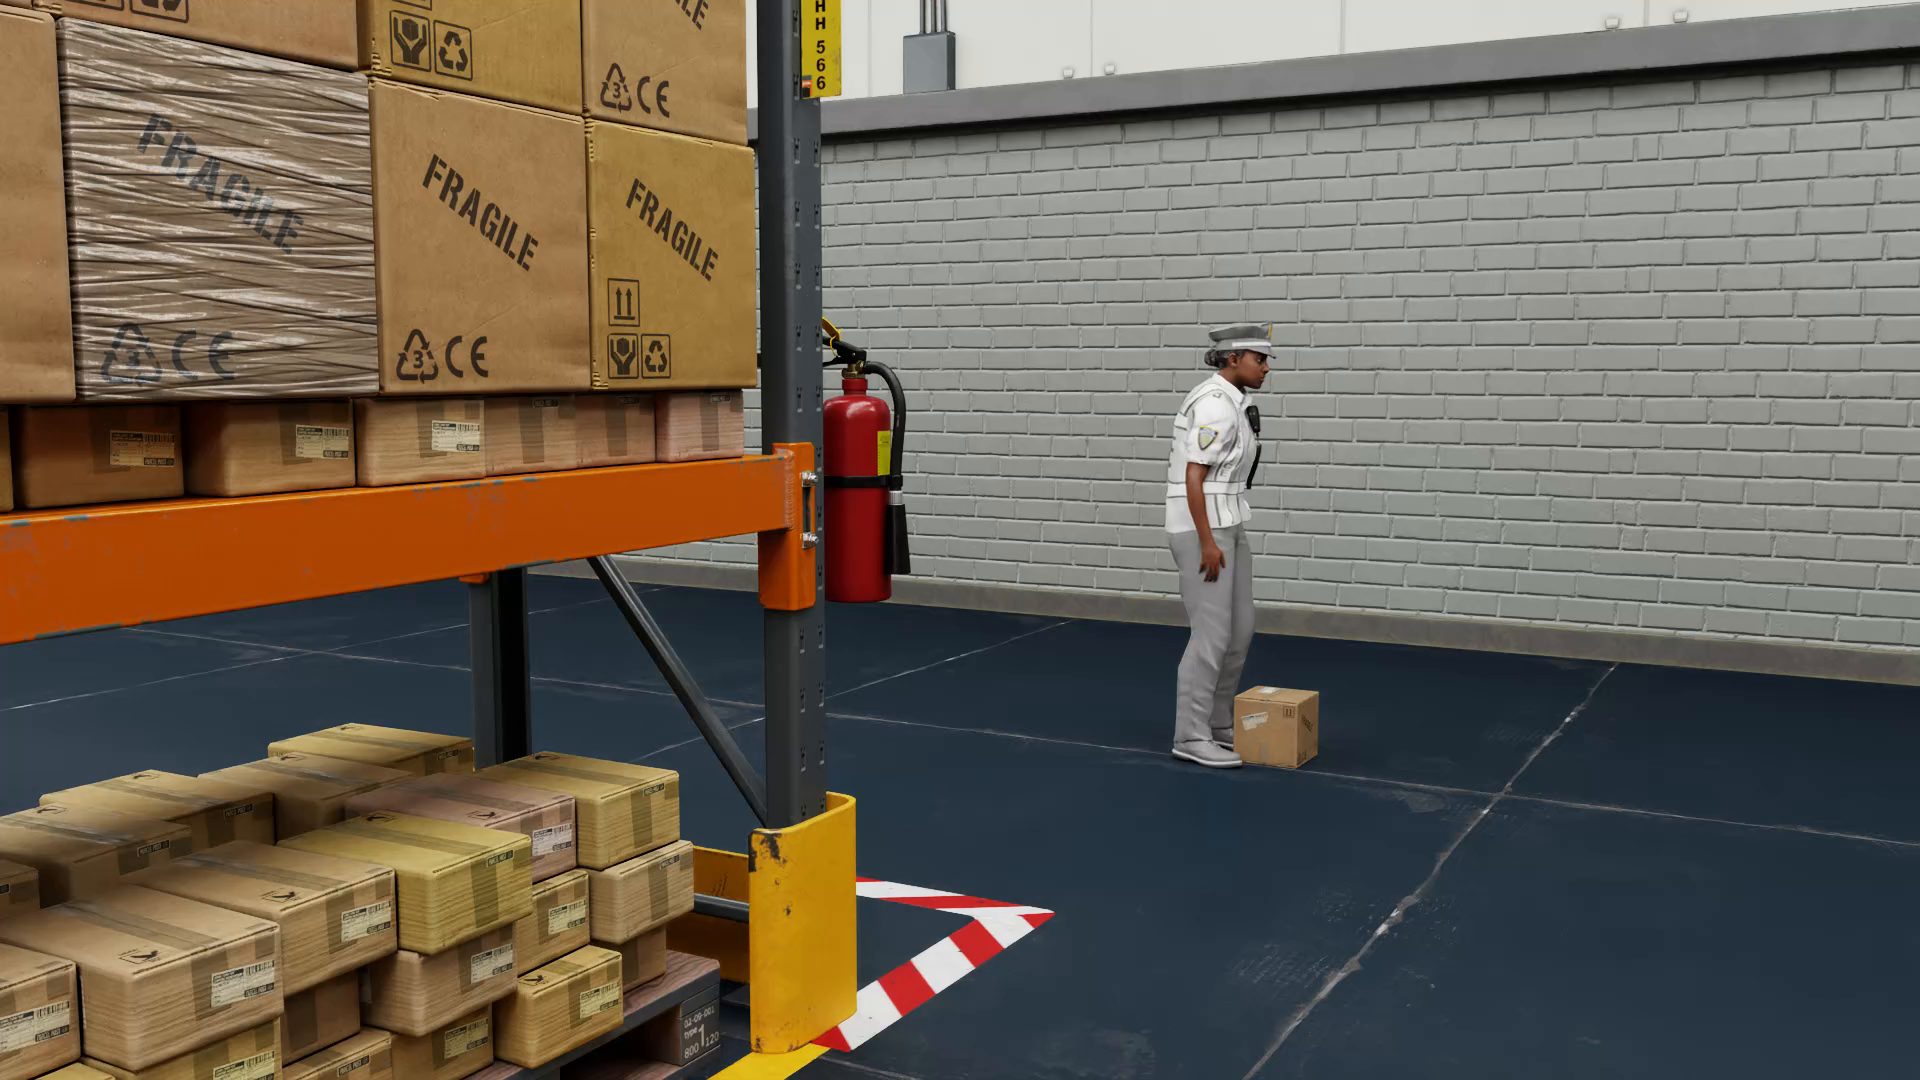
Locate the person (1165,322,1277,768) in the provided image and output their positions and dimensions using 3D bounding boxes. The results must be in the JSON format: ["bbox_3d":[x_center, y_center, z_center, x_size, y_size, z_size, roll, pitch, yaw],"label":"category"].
[{"bbox_3d":[0.993,0.000,6.373,0.396,1.658,0.526,3,7,25],"label":"person"}]
